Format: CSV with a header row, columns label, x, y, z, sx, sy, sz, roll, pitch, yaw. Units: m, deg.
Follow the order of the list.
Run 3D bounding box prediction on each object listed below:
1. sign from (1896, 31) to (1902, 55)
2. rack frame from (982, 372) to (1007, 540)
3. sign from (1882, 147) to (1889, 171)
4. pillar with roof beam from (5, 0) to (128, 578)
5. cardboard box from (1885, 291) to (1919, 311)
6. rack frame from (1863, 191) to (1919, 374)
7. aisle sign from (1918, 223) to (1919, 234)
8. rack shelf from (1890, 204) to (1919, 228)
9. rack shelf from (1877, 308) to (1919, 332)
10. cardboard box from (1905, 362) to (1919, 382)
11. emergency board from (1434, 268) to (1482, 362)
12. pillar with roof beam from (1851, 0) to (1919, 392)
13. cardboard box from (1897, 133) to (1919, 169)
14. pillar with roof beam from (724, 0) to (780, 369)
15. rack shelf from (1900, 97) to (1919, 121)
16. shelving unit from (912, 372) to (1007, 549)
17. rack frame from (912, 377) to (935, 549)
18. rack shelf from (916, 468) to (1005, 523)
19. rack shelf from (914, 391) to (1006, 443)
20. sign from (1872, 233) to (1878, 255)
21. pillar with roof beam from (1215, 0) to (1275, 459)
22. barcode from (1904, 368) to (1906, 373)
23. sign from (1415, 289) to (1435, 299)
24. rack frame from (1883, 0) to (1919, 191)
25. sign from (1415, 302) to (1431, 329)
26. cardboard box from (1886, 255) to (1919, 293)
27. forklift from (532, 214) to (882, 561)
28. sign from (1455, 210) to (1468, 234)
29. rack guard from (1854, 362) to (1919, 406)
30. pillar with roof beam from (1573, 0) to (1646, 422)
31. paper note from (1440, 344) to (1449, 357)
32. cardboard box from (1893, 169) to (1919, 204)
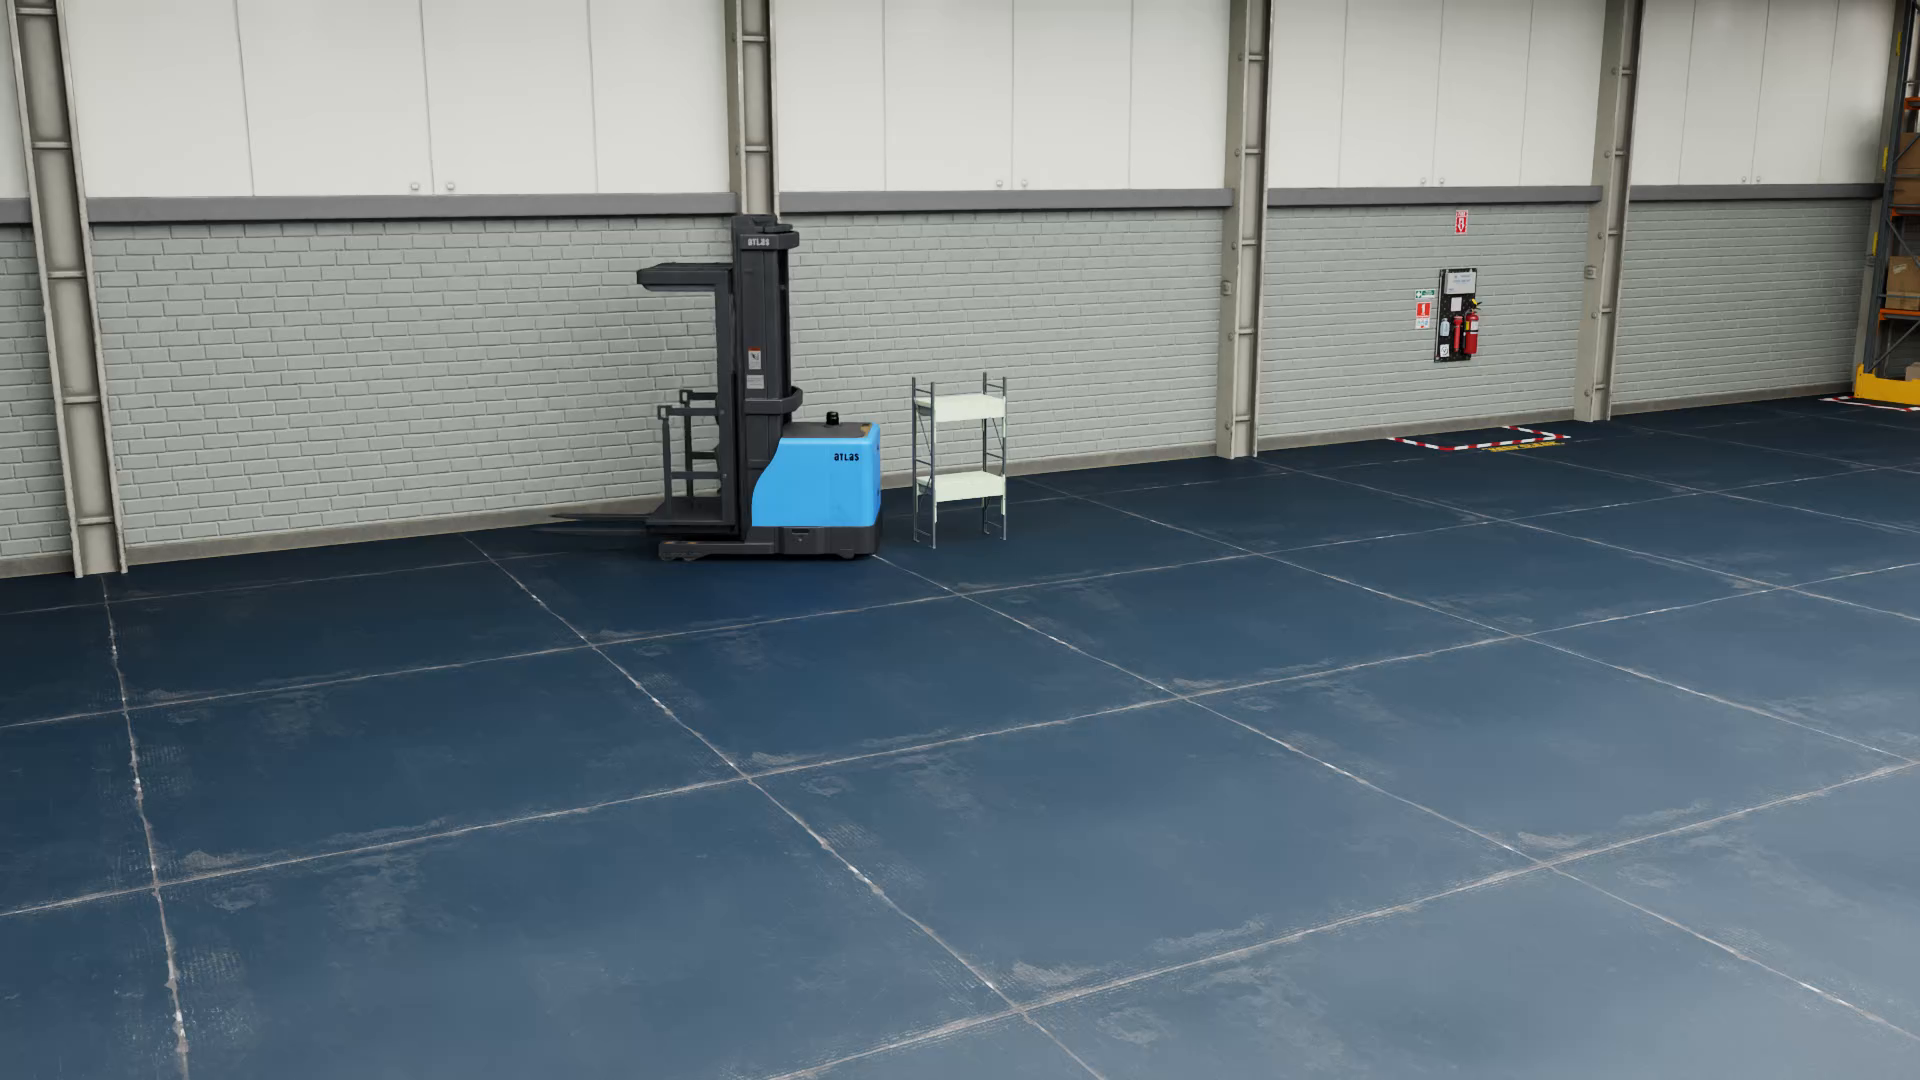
label,x,y,z,sx,sy,sz,roll,pitch,yaw
sign,13.350,-7.051,23.598,0.005,0.325,0.100,-7,14,-28
rack frame,0.315,-0.769,15.253,0.023,1.500,0.400,-7,14,-28
sign,13.350,-5.487,23.950,0.005,0.325,0.100,-7,14,-28
pillar with roof beam,-5.205,-3.295,9.396,0.400,9.000,9.100,-7,14,-28
cardboard box,13.916,-3.506,24.291,0.500,0.250,0.500,-7,14,-27
rack frame,13.598,-3.482,23.892,0.127,3.000,1.000,-7,14,-28
aisle sign,13.679,-4.685,23.316,0.004,0.787,0.394,-7,14,-28
rack shelf,15.354,-4.805,24.577,4.000,0.370,1.077,-7,14,-28
rack shelf,15.354,-3.342,24.906,4.000,0.370,1.077,-7,14,-28
cardboard box,14.249,-2.441,24.385,0.500,0.311,0.500,-9,15,-34
emergency board,6.344,-2.839,21.033,0.643,1.169,0.194,-7,14,-28
pillar with roof beam,15.861,-5.820,20.615,0.400,9.000,9.100,-7,14,-28
cardboard box,13.851,-5.588,23.865,0.500,0.500,0.500,-6,14,-25
pillar with roof beam,0.062,-3.926,12.201,0.400,9.000,9.100,-7,14,-28
rack shelf,15.354,-6.267,24.248,4.000,0.370,1.077,-7,14,-28
shelving unit,-0.006,-0.731,15.082,0.755,1.500,0.431,-7,14,-28
rack frame,-0.327,-0.692,14.911,0.023,1.500,0.400,-7,14,-28
rack shelf,-0.006,-0.413,15.154,0.720,0.370,0.431,-7,14,-28
rack shelf,-0.006,-1.112,14.996,0.720,0.370,0.431,-7,14,-28
sign,13.350,-4.311,24.215,0.005,0.325,0.100,-7,14,-28
pillar with roof beam,5.328,-4.557,15.005,0.400,9.000,9.100,-7,14,-28
barcode,14.073,-2.524,24.735,0.075,0.075,0.001,-7,14,-28
sign,5.818,-3.075,20.795,0.331,0.109,0.001,-7,14,-28
rack frame,13.598,-6.409,23.233,0.127,3.000,1.000,-7,14,-28
sign,5.810,-2.818,20.859,0.234,0.329,0.001,-7,14,-28
cardboard box,13.910,-3.875,24.226,0.500,0.500,0.500,-7,14,-28
forklift,-2.239,-1.362,14.626,3.031,2.935,1.130,0,13,1
sign,6.290,-3.988,20.860,0.199,0.298,0.001,-7,14,-28
rack guard,13.665,-2.271,24.202,0.348,0.500,1.175,-7,14,-28
pillar with roof beam,10.594,-5.189,17.810,0.400,9.000,9.100,-7,14,-28
paper note,6.156,-2.404,21.106,0.142,0.148,0.016,-7,14,-28
cardboard box,13.843,-5.097,23.961,0.500,0.500,0.500,-6,14,-24
